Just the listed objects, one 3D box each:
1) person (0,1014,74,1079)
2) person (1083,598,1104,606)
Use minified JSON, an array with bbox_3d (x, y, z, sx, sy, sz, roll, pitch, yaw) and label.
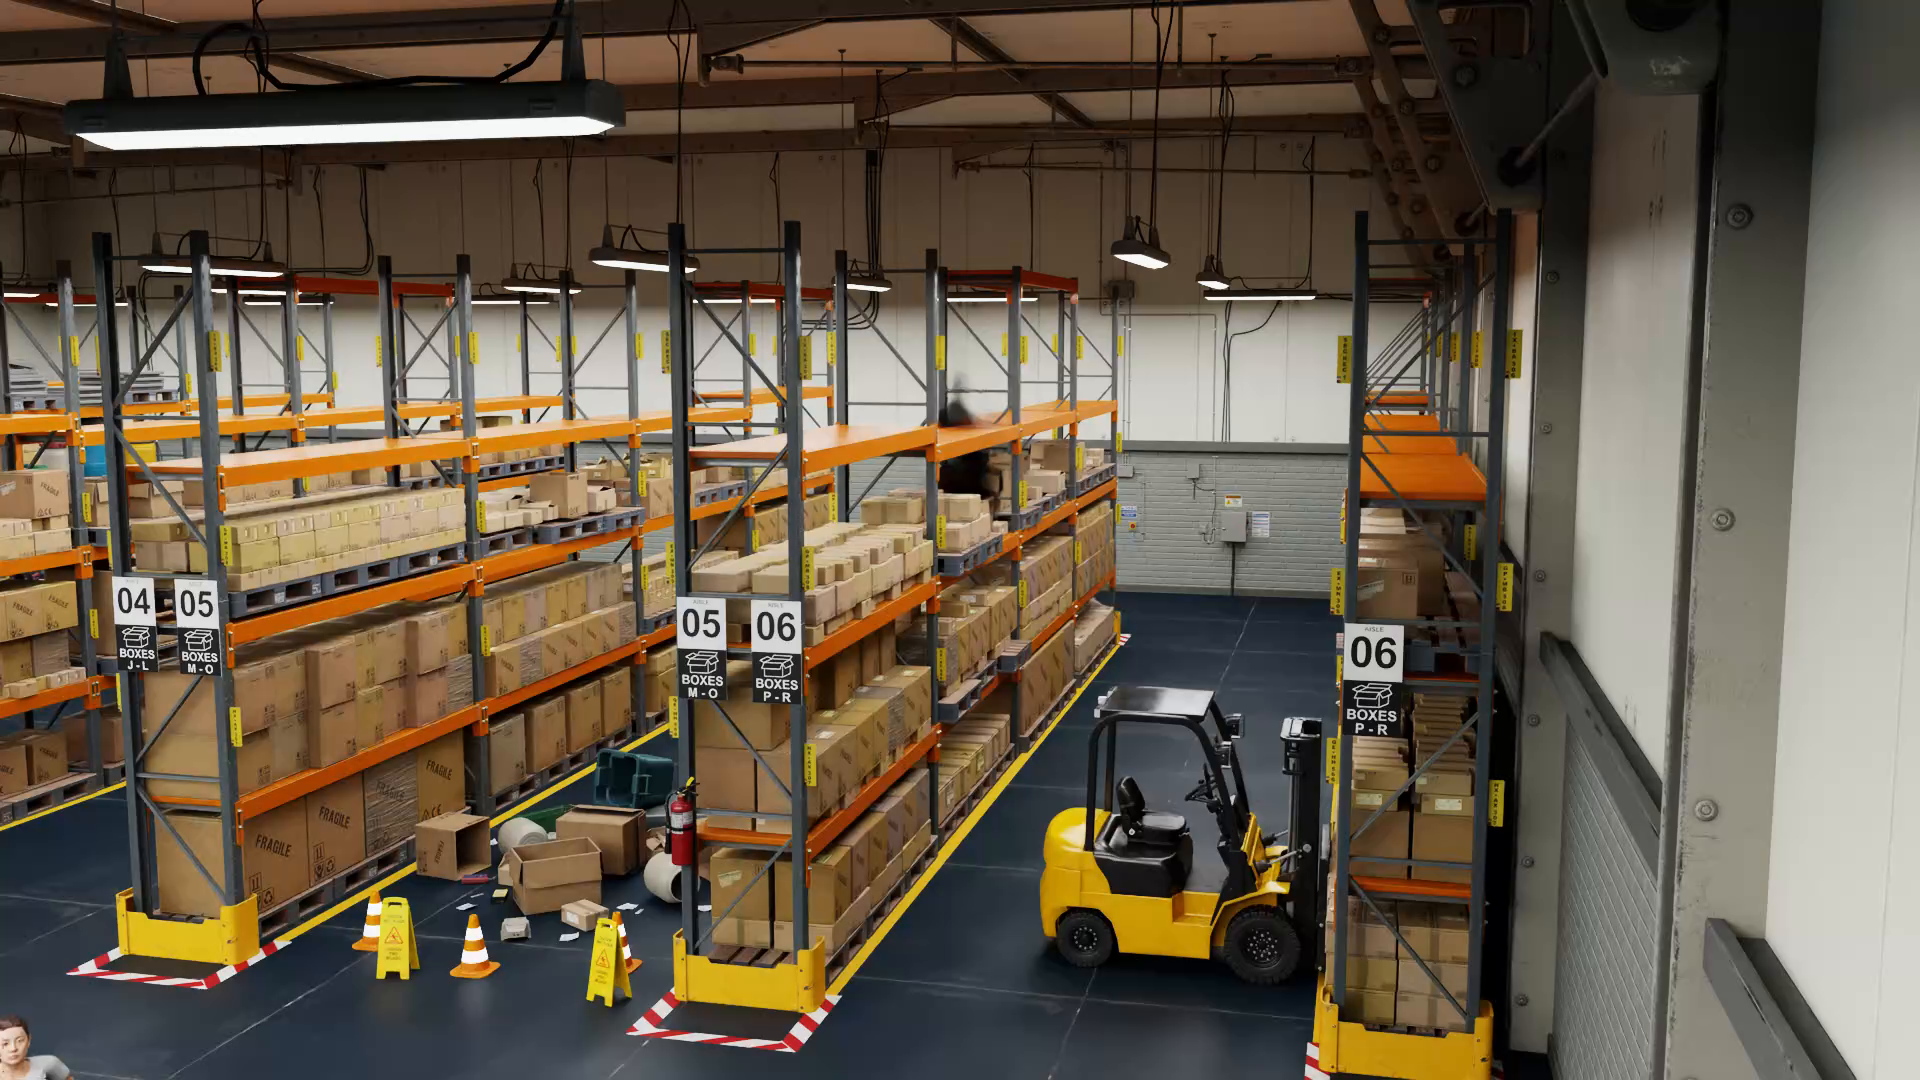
[{"bbox_3d":[-4.856,3.294,8.615,0.547,1.723,0.716,-4,8,-32],"label":"person"},{"bbox_3d":[2.193,0.741,29.592,0.686,1.653,0.719,6,9,40],"label":"person"}]
